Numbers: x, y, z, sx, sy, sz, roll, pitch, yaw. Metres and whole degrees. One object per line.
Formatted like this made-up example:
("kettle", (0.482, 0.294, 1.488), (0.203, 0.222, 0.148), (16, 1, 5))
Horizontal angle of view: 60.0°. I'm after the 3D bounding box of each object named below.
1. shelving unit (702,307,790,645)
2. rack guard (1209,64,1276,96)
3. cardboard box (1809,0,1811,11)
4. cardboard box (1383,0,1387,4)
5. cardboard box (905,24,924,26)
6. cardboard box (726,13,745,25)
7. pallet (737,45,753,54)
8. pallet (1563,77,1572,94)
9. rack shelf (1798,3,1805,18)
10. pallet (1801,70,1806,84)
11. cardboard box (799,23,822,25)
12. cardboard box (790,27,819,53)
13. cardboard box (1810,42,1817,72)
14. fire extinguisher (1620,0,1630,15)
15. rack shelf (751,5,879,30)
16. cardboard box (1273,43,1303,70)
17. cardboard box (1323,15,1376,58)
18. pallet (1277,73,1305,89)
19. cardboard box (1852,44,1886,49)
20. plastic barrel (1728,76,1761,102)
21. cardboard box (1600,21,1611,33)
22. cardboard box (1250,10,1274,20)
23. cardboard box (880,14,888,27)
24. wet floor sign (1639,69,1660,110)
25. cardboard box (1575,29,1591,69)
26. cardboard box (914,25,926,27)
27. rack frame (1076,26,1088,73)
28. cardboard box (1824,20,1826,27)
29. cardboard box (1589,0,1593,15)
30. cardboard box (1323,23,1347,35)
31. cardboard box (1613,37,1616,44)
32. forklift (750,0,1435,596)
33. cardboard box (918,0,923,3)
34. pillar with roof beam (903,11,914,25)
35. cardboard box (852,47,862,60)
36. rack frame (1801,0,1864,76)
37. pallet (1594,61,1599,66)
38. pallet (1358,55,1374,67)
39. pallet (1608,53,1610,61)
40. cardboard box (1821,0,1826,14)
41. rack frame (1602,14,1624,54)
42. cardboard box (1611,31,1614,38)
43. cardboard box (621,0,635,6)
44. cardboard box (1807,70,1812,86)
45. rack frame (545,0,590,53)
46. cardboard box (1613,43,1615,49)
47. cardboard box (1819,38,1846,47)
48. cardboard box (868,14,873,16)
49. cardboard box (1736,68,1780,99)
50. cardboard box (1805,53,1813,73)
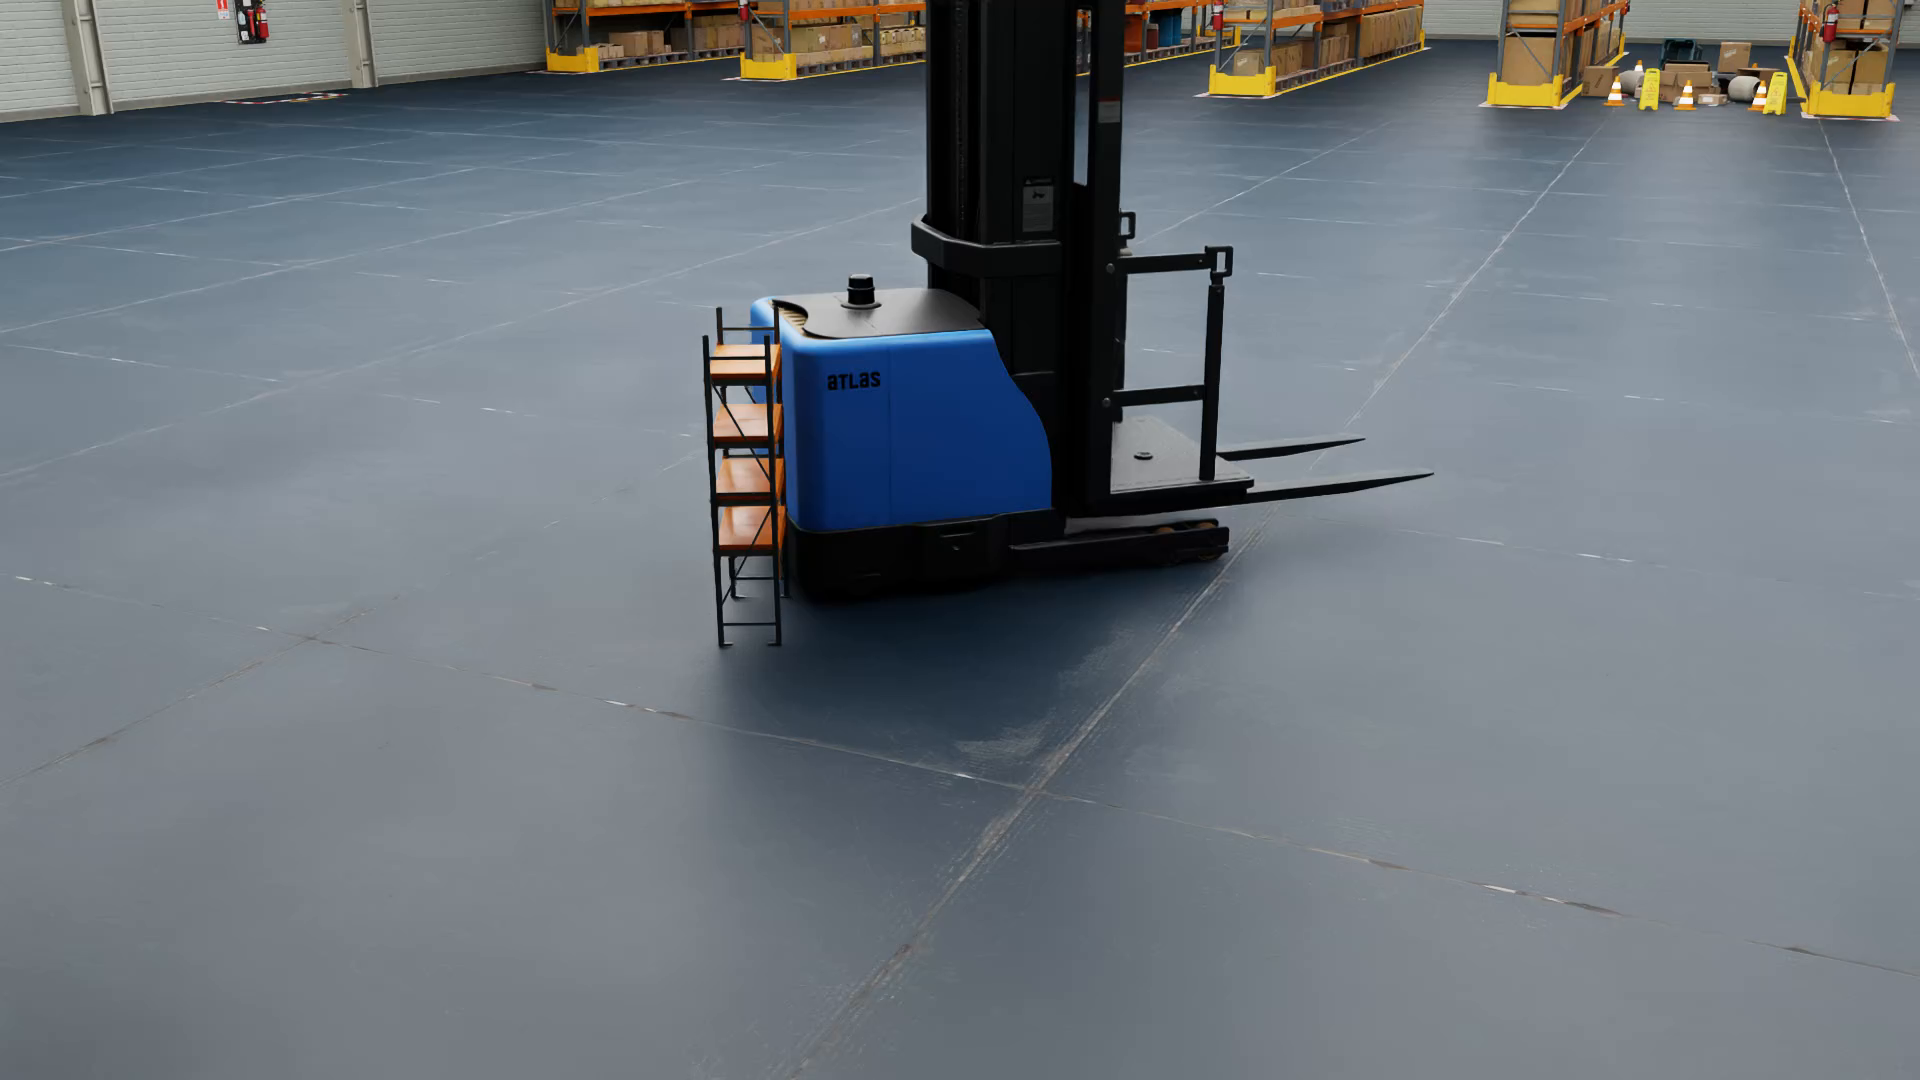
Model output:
("shelving unit", (-0.810, -0.249, 6.379), (0.258, 1.200, 0.503), (-1, 20, -2))
("rack guard", (5.149, -8.394, 30.324), (1.175, 0.500, 0.348), (9, 21, 23))
("cardboard box", (17.600, -10.912, 33.898), (0.500, 0.250, 0.500), (9, 21, 24))
("cardboard box", (9.673, -12.772, 38.756), (0.500, 0.500, 0.500), (8, 21, 22))
("cardboard box", (-1.125, -12.401, 40.502), (0.500, 0.311, 0.500), (9, 22, 25))
("cardboard box", (-5.701, -13.023, 41.565), (0.500, 0.250, 0.500), (9, 21, 24))
("pallet", (-5.484, -12.480, 42.246), (1.003, 0.211, 1.213), (9, 21, 23))
("pallet", (10.857, -8.524, 31.122), (1.003, 0.211, 1.213), (9, 21, 23))
("rack shelf", (19.892, -12.129, 38.171), (1.077, 0.370, 4.000), (9, 21, 23))
("pallet", (17.114, -9.081, 32.689), (1.003, 0.211, 1.213), (9, 21, 23))
("cardboard box", (-3.165, -10.982, 36.231), (0.500, 0.500, 0.500), (9, 21, 23))
("cardboard box", (-3.293, -10.451, 34.736), (0.500, 0.500, 0.500), (9, 21, 23))
("cardboard box", (15.309, -8.523, 29.317), (0.500, 0.500, 0.500), (10, 22, 25))
("fire extinguisher", (16.678, -13.529, 41.707), (0.296, 0.674, 0.183), (9, 21, 23))
("rack shelf", (-3.099, -11.181, 35.505), (1.077, 0.370, 4.000), (9, 21, 23))
("cardboard box", (6.556, -9.674, 33.298), (0.500, 0.500, 0.500), (8, 21, 21))
("cardboard box", (8.696, -11.398, 37.588), (1.225, 0.875, 0.875), (8, 21, 20))
("pallet", (6.015, -8.873, 32.102), (1.003, 0.211, 1.213), (9, 21, 23))
("cardboard box", (15.385, -8.137, 28.231), (0.500, 0.500, 0.500), (10, 22, 26))
("plastic barrel", (13.624, -7.814, 28.808), (0.421, 0.421, 0.512), (-9, 22, -24))
("cardboard box", (14.441, -11.616, 37.639), (0.500, 0.250, 0.500), (8, 21, 21))
("cardboard box", (5.452, -9.484, 30.035), (0.380, 0.149, 0.250), (9, 21, 23))
("cardboard box", (-2.493, -14.964, 48.172), (0.700, 0.500, 0.500), (8, 21, 21))
("wet floor sign", (11.396, -7.447, 27.445), (0.267, 0.644, 0.232), (5, 20, 13))
("cardboard box", (12.191, -9.979, 33.781), (1.050, 0.750, 0.750), (9, 21, 24))
("cardboard box", (-0.839, -12.167, 39.844), (0.500, 0.311, 0.500), (8, 21, 22))
("rack frame", (2.237, -11.450, 35.189), (1.000, 3.000, 0.127), (9, 21, 23))
("cardboard box", (14.120, -8.306, 26.723), (0.380, 0.149, 0.250), (8, 21, 22))
("cardboard box", (11.907, -10.385, 32.044), (0.500, 0.500, 0.500), (9, 21, 23))
("cardboard box", (8.147, -11.168, 36.349), (0.500, 0.250, 0.500), (10, 22, 25))
("cardboard box", (15.577, -12.039, 40.028), (0.380, 0.149, 0.250), (9, 21, 23))
("forklift", (0.652, -1.430, 7.115), (3.031, 2.935, 1.130), (-6, 21, -17))
("cardboard box", (-1.113, -12.838, 39.466), (0.380, 0.149, 0.250), (10, 22, 27))
("pillar with roof beam", (2.357, -19.658, 49.315), (9.100, 9.000, 0.400), (9, 21, 23))
("cardboard box", (-2.484, -10.710, 36.585), (0.500, 0.250, 0.500), (9, 21, 23))
("rack frame", (17.435, -10.634, 32.893), (1.000, 3.000, 0.127), (9, 21, 23))
("pallet", (13.199, -10.207, 35.855), (1.003, 0.211, 1.213), (9, 21, 23))
("pallet", (8.786, -10.910, 37.833), (1.003, 0.211, 1.213), (9, 21, 23))
("pallet", (14.758, -11.401, 39.213), (1.003, 0.211, 1.213), (9, 21, 23))
("cardboard box", (14.961, -9.194, 28.251), (0.500, 0.500, 0.500), (8, 21, 22))
("rack frame", (16.154, -13.728, 41.593), (1.000, 3.000, 0.127), (9, 21, 23))
("cardboard box", (15.336, -12.026, 39.549), (0.380, 0.149, 0.250), (9, 21, 24))
("cardboard box", (-7.536, -11.947, 36.780), (0.500, 0.250, 0.500), (8, 21, 22))
("cardboard box", (15.309, -8.170, 29.442), (0.500, 0.250, 0.500), (8, 21, 20))
("rack frame", (-8.439, -11.587, 35.573), (1.000, 3.000, 0.127), (9, 21, 23))
("cardboard box", (15.662, -11.987, 40.325), (0.380, 0.149, 0.250), (9, 21, 24))
("cardboard box", (14.444, -8.228, 27.518), (0.380, 0.149, 0.250), (9, 21, 24))
("cardboard box", (-2.605, -15.035, 47.404), (0.380, 0.149, 0.250), (8, 21, 21))
("cardboard box", (14.117, -8.094, 29.477), (0.500, 0.500, 0.500), (-9, 22, -24))
("cardboard box", (16.900, -9.196, 32.144), (0.950, 0.372, 0.625), (8, 21, 22))
